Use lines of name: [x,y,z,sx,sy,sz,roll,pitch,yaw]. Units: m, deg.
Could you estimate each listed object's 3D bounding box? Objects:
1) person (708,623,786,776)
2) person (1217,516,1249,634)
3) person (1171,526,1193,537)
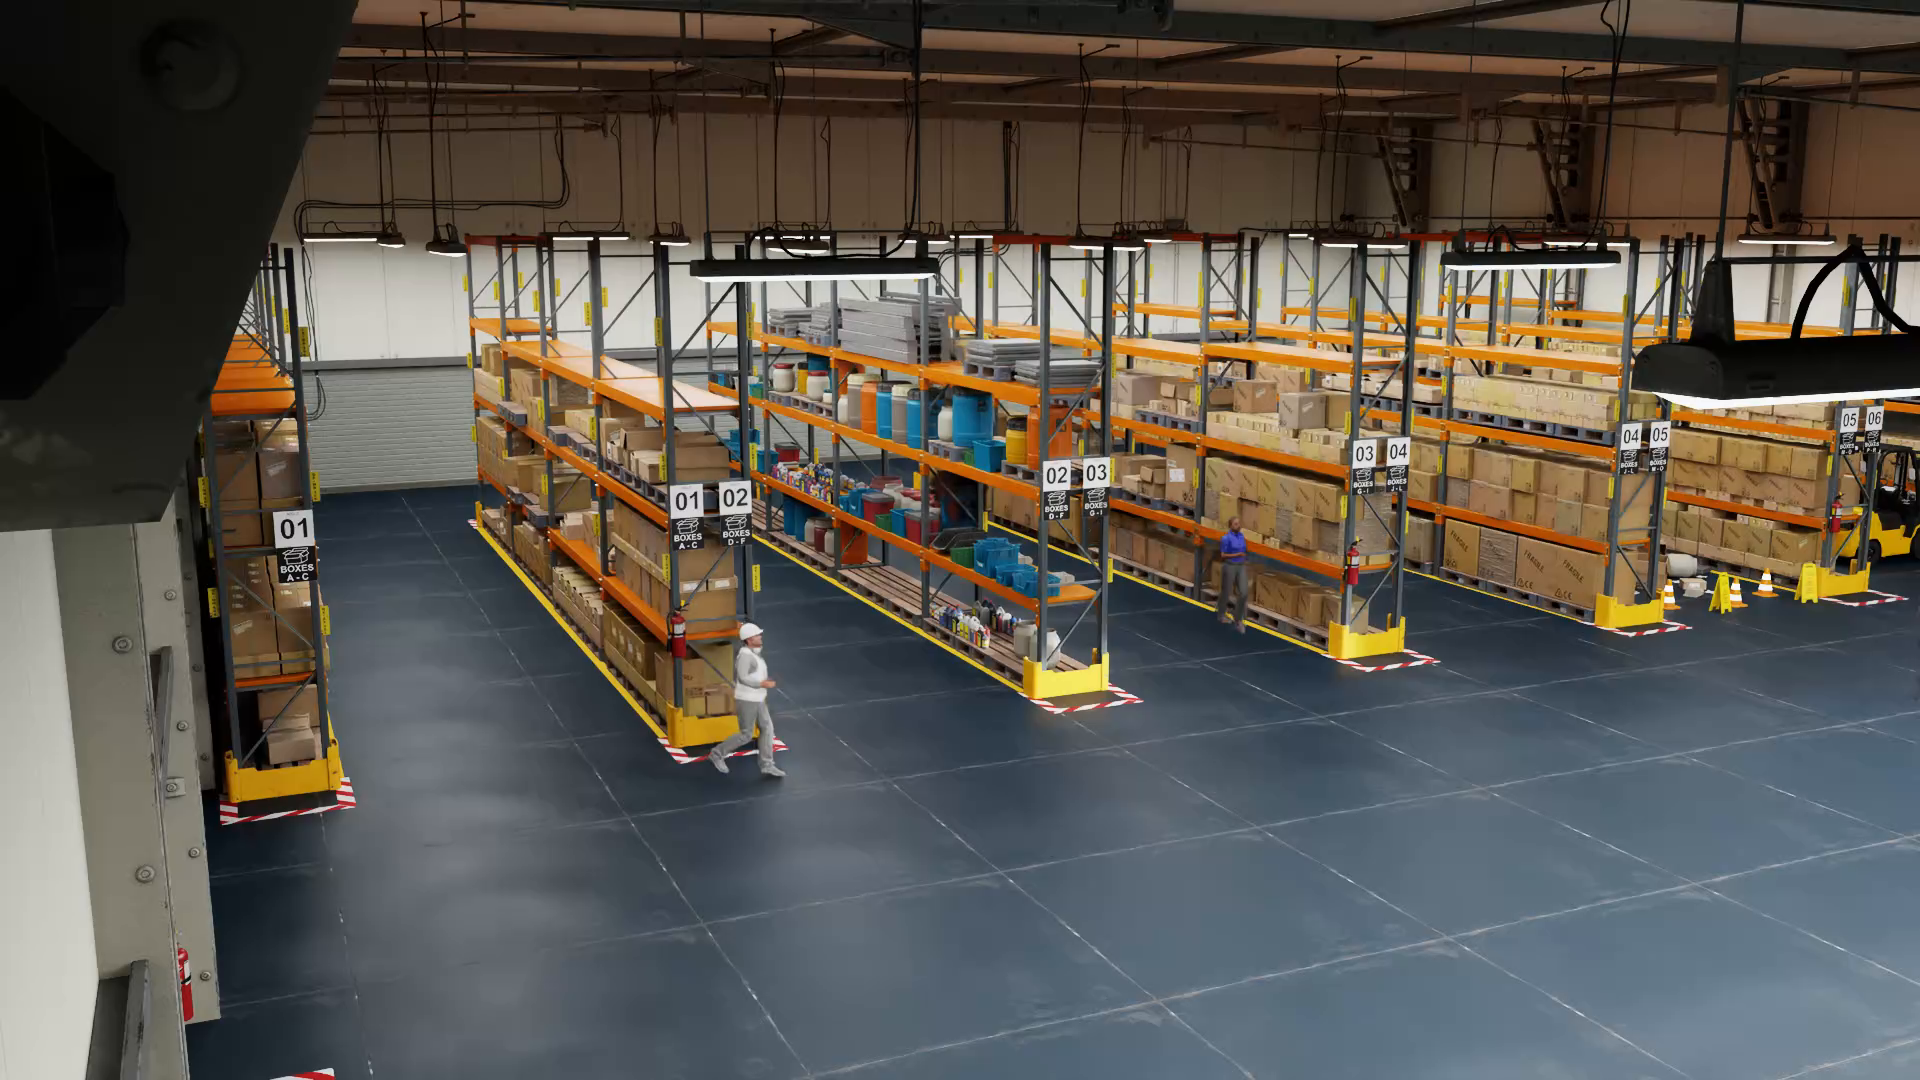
person: [-2.434,1.829,19.081,0.882,1.778,0.678,1,11,5]
person: [4.107,0.517,24.751,0.553,1.757,0.665,-5,12,-26]
person: [4.377,-0.704,32.242,0.673,1.732,0.591,-5,12,-26]
